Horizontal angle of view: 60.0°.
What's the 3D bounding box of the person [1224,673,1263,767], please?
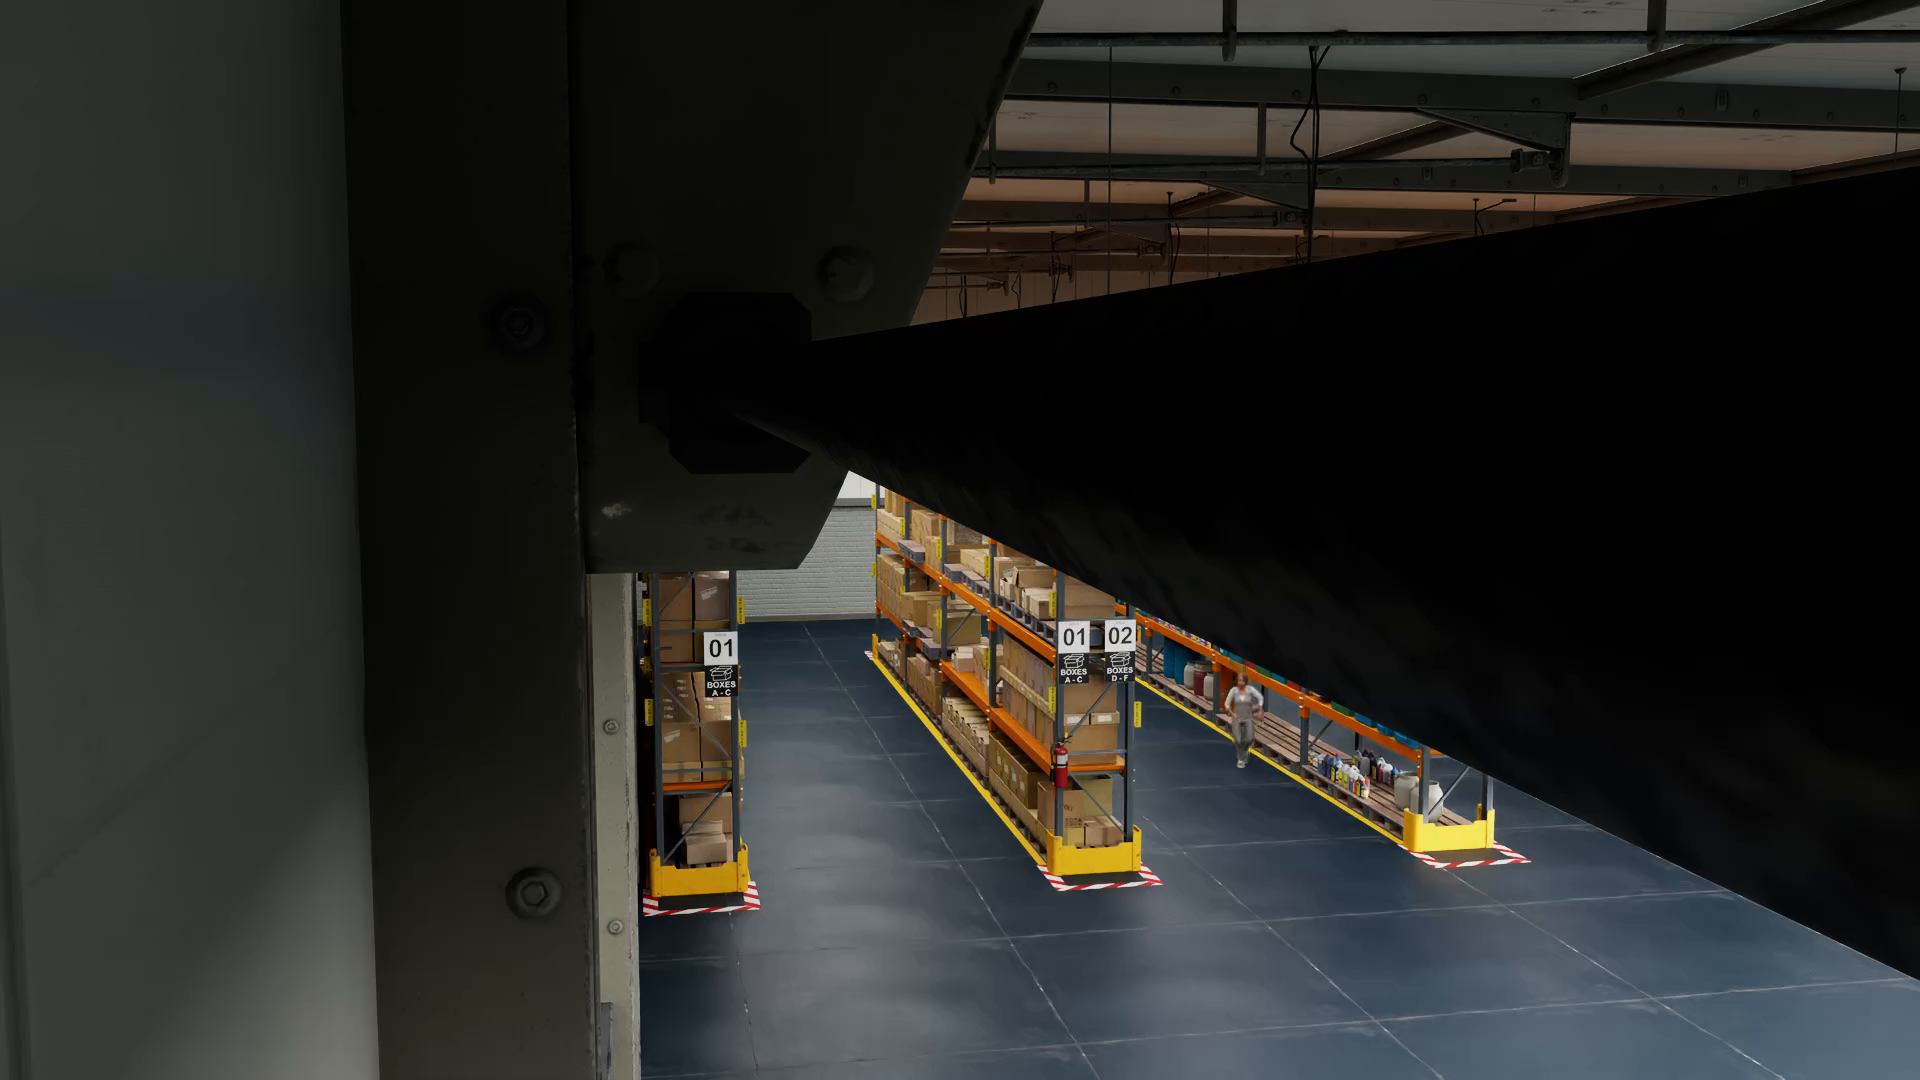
[{"bbox_3d":[4.495,2.859,26.349,0.620,1.547,0.536,1,6,5],"label":"person"}]
